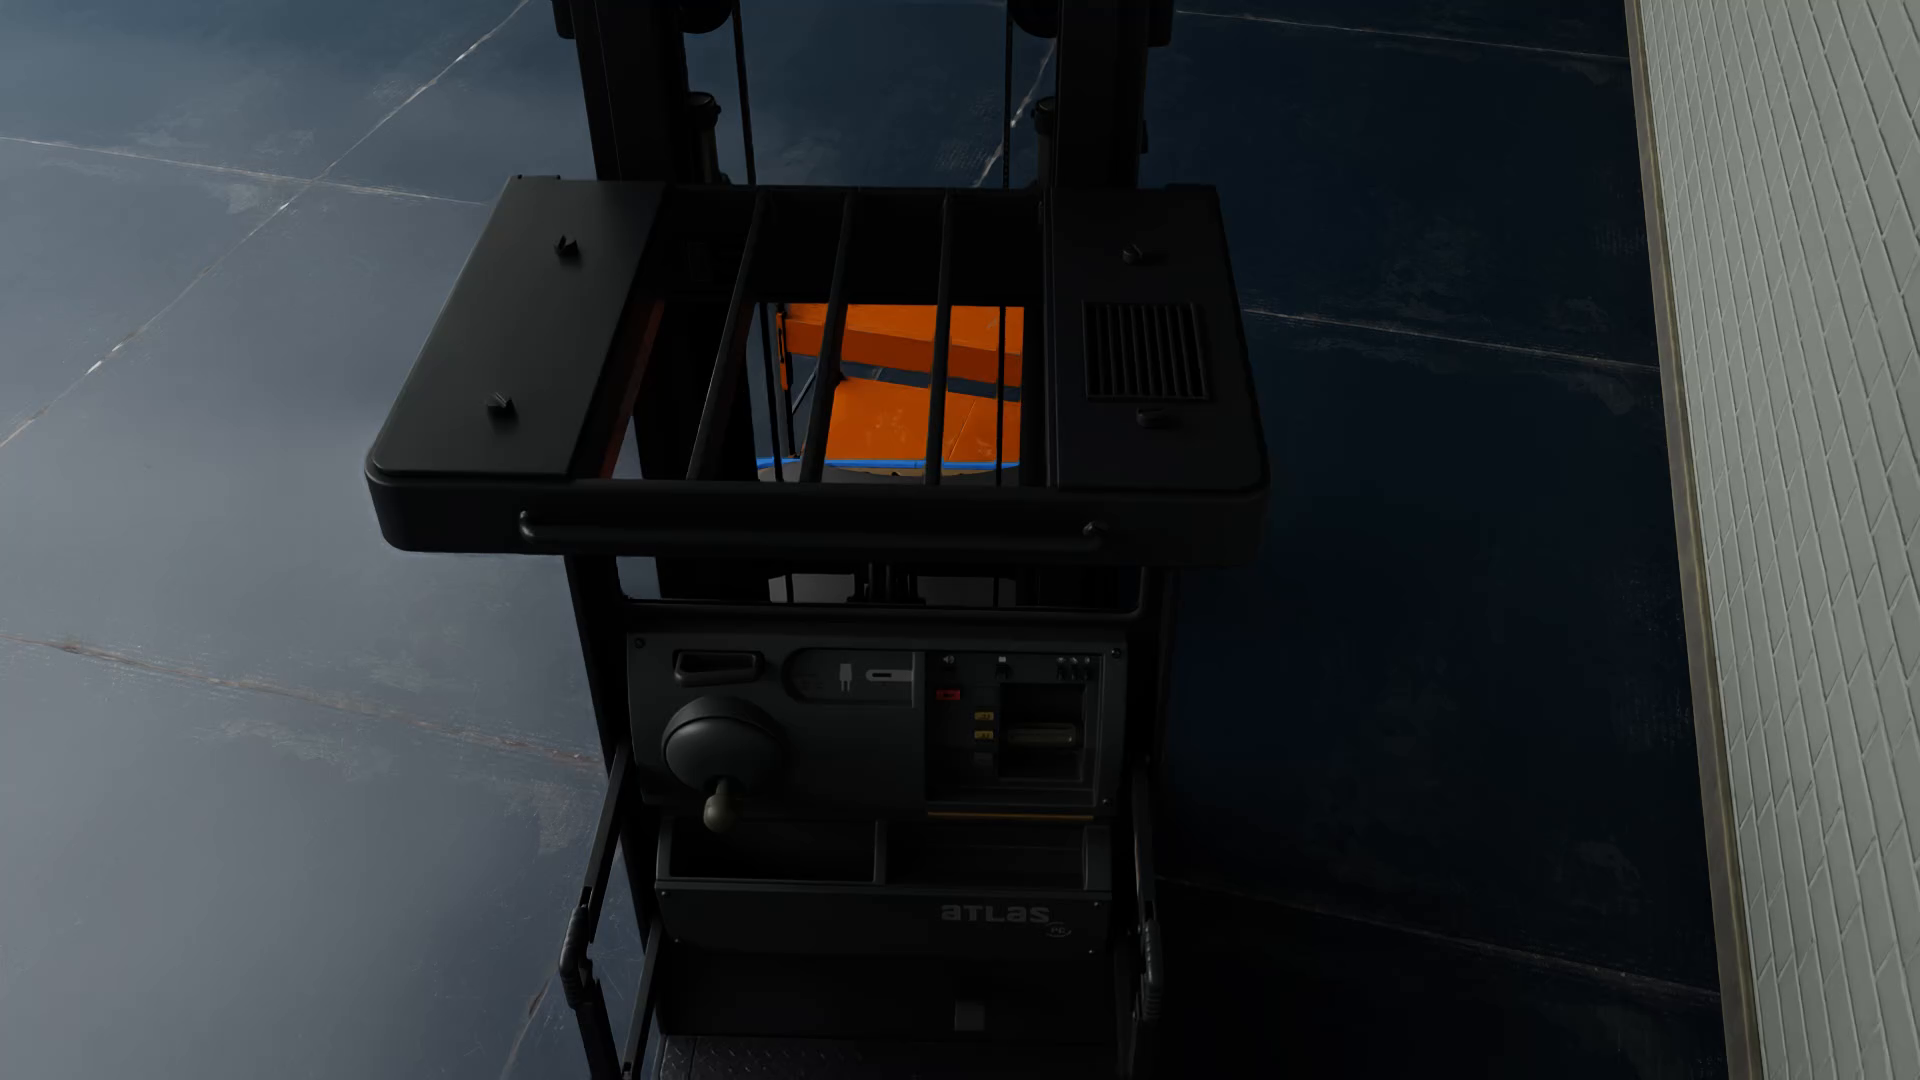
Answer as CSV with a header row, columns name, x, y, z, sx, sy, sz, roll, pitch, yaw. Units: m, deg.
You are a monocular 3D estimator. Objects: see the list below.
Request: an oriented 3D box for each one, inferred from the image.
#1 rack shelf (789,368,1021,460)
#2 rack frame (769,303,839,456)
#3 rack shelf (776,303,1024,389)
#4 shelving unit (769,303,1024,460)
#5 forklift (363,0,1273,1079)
name,x,y,z,sx,sy,sz,roll,pitch,yaw
rack shelf,-0.007,-0.245,5.547,1.000,0.278,0.538,10,41,11
rack frame,-0.498,-0.516,5.490,0.032,1.125,0.500,10,41,11
rack shelf,-0.007,-0.656,5.201,1.000,0.278,0.538,10,41,11
shelving unit,-0.007,-0.432,5.390,1.048,1.125,0.538,10,41,11
forklift,-0.159,0.432,2.956,1.130,2.935,3.031,1,40,1
